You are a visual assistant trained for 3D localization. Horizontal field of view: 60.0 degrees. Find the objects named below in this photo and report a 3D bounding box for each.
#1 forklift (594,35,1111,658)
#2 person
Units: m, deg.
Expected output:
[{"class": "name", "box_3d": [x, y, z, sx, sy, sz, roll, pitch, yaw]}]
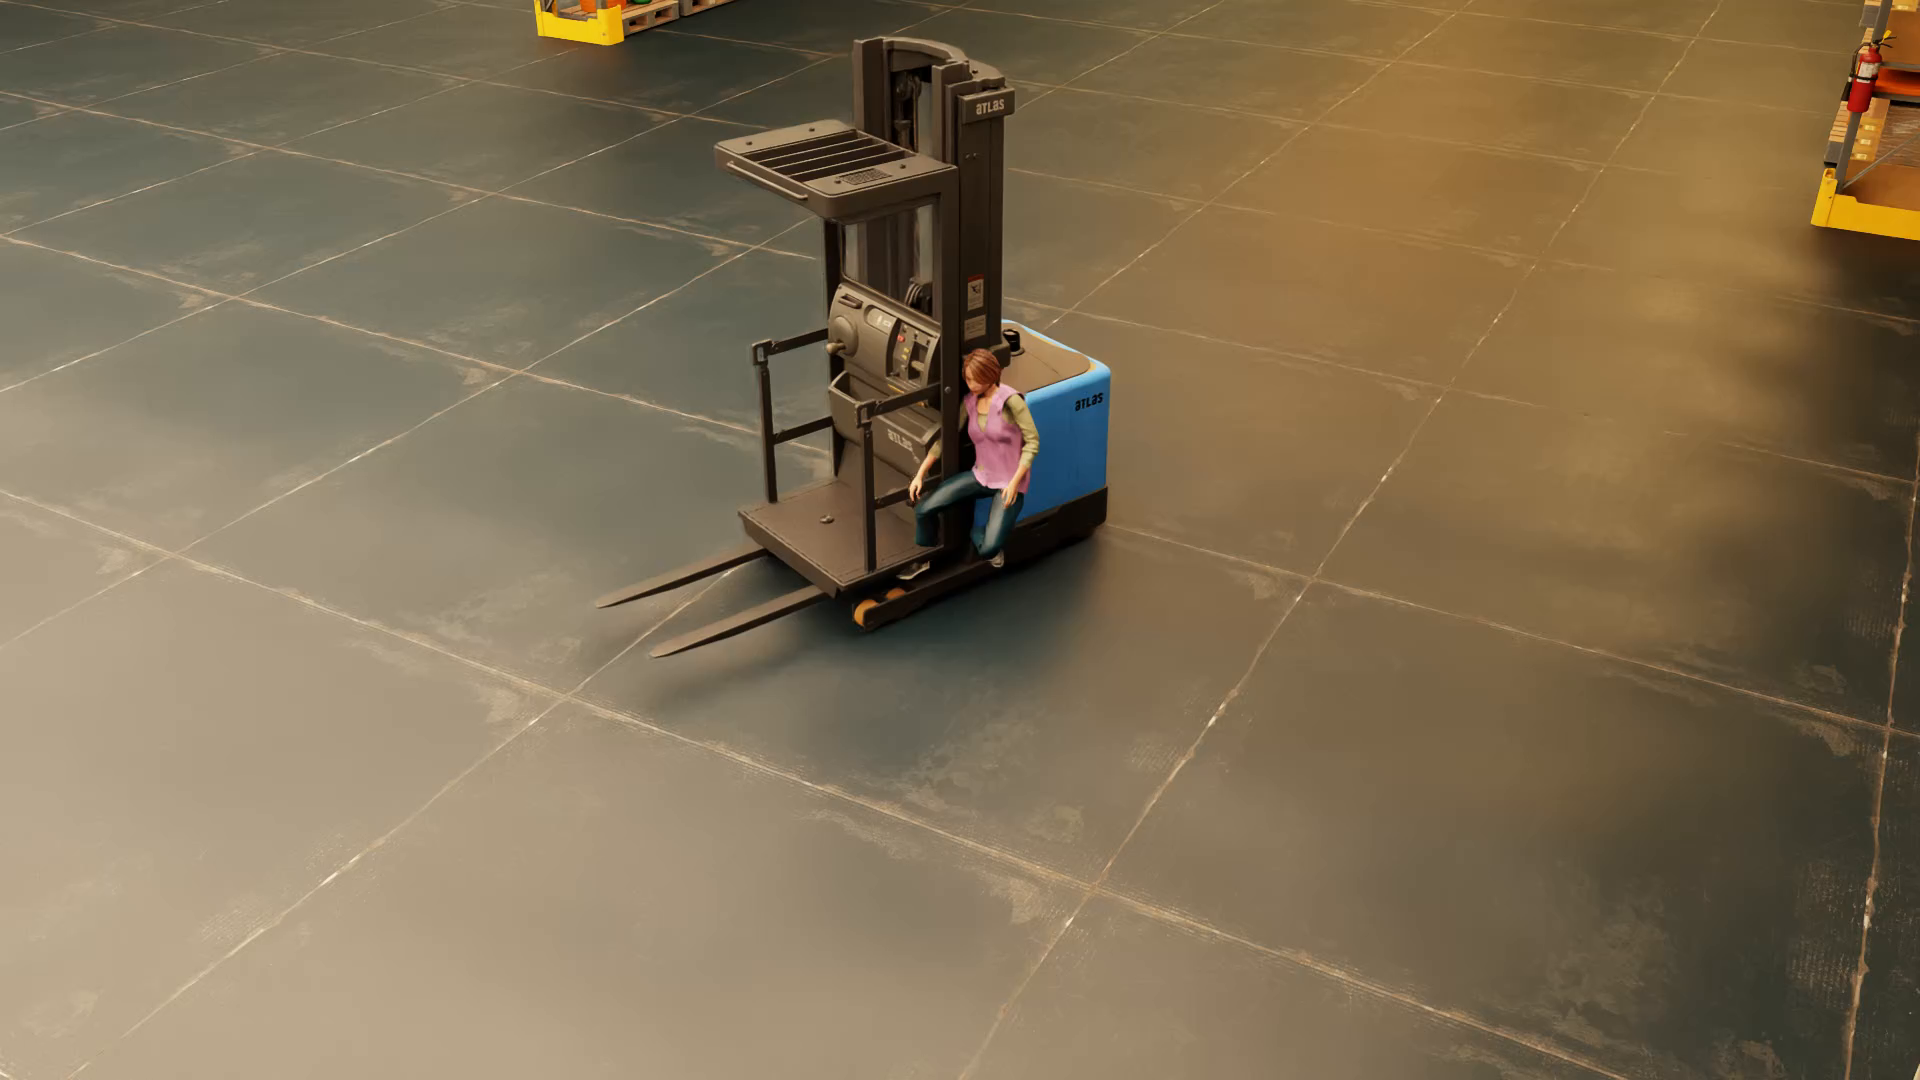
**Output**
[{"class": "forklift", "box_3d": [-0.583, -1.073, 8.929, 3.031, 2.935, 1.130, -21, 36, -32]}, {"class": "person", "box_3d": [0.049, -0.367, 8.947, 0.666, 1.332, 0.570, 20, 36, 31]}]
